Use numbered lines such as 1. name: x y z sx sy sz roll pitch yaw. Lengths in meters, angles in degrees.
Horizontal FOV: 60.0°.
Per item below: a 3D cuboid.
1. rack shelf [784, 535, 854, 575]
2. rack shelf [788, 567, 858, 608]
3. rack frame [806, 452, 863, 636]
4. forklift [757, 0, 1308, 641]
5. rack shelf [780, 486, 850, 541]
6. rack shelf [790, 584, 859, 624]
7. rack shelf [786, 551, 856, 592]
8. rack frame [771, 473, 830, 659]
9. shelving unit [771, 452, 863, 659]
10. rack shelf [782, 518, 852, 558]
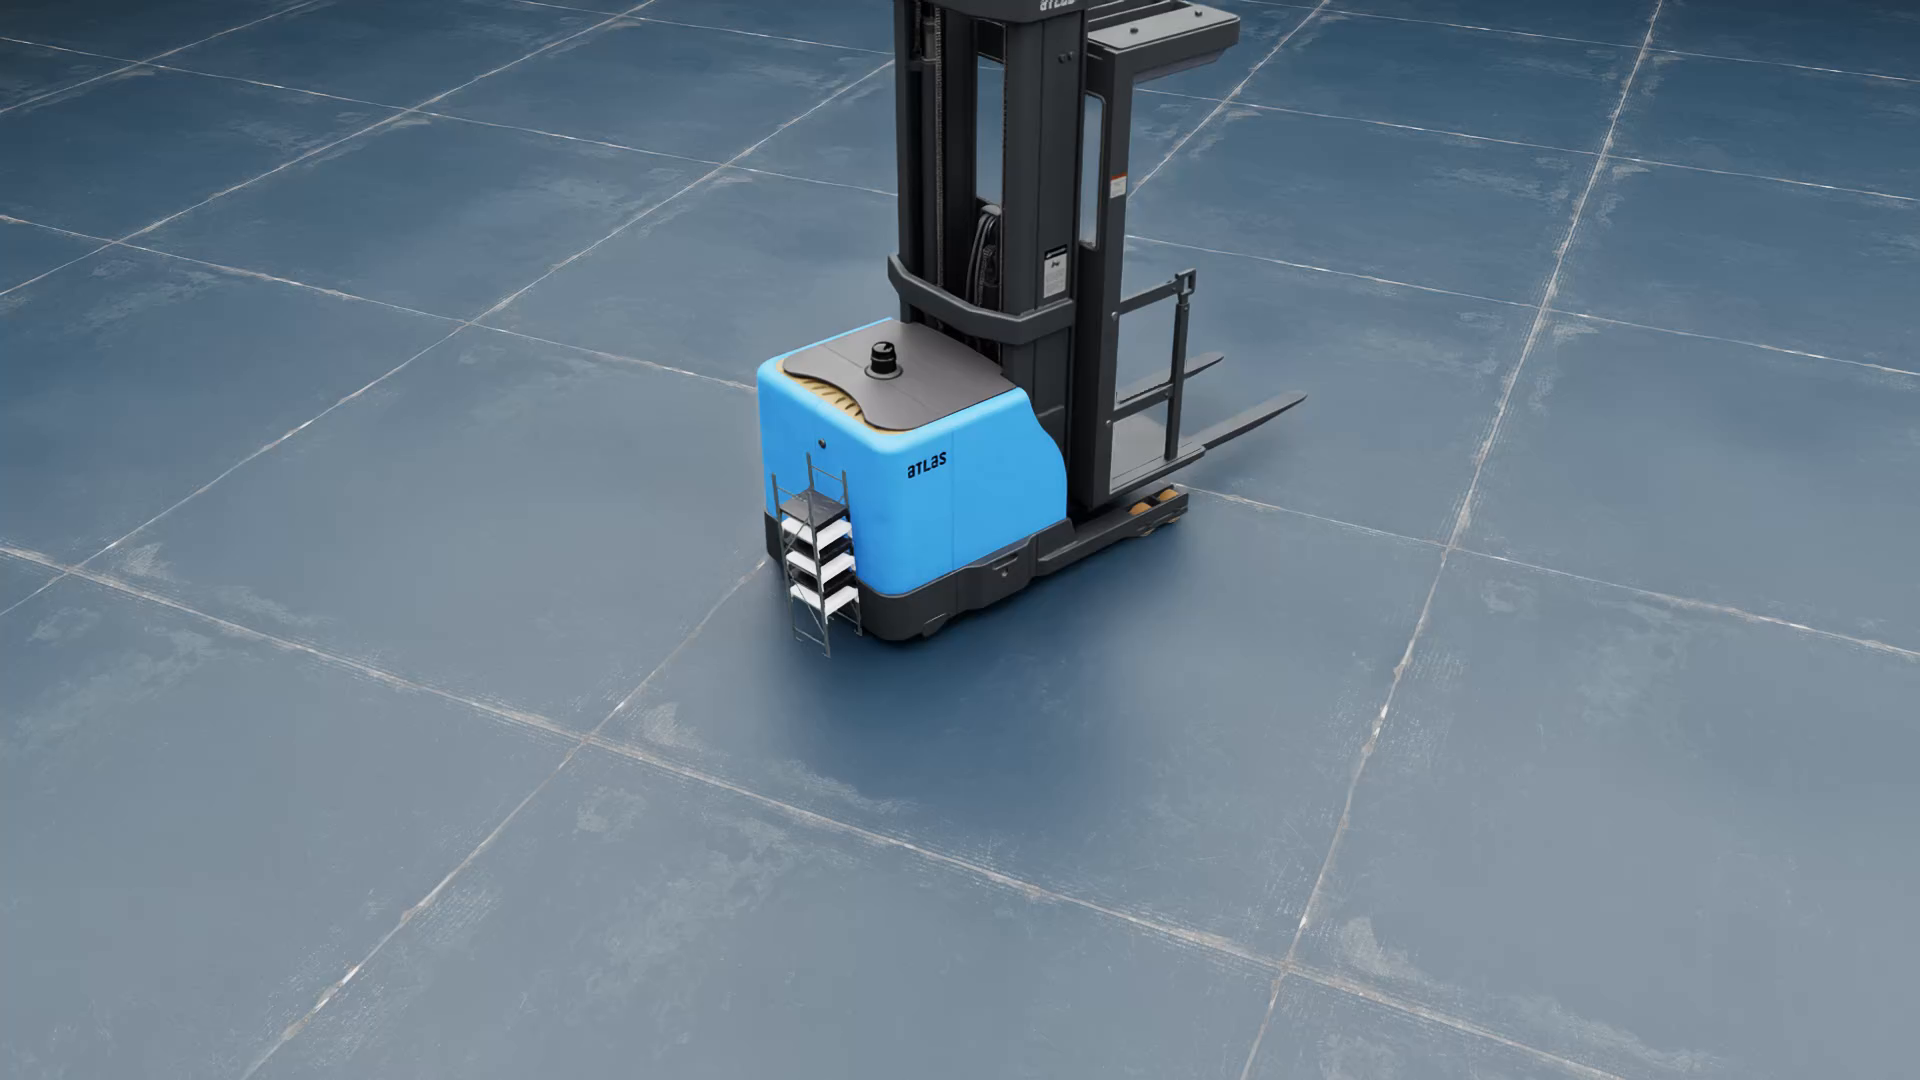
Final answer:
1. rack shelf: -0.624 0.030 7.268 0.258 0.077 0.200 27 45 34
2. rack shelf: -0.616 0.176 7.374 0.258 0.077 0.200 27 45 34
3. rack frame: -0.553 0.030 7.360 0.240 0.900 0.006 27 45 34
4. forklift: 0.520 -1.443 7.777 3.031 2.935 1.130 -25 40 -32
5. rack shelf: -0.632 -0.115 7.162 0.258 0.077 0.200 27 45 34
6. rack shelf: -0.612 0.248 7.427 0.258 0.077 0.200 27 45 34
7. rack shelf: -0.620 0.103 7.321 0.258 0.077 0.200 27 45 34
8. rack frame: -0.690 0.123 7.243 0.240 0.900 0.006 27 45 34
9. shelving unit: -0.621 0.076 7.302 0.258 0.900 0.210 27 45 34
10. rack shelf: -0.628 -0.042 7.215 0.258 0.077 0.200 27 45 34
